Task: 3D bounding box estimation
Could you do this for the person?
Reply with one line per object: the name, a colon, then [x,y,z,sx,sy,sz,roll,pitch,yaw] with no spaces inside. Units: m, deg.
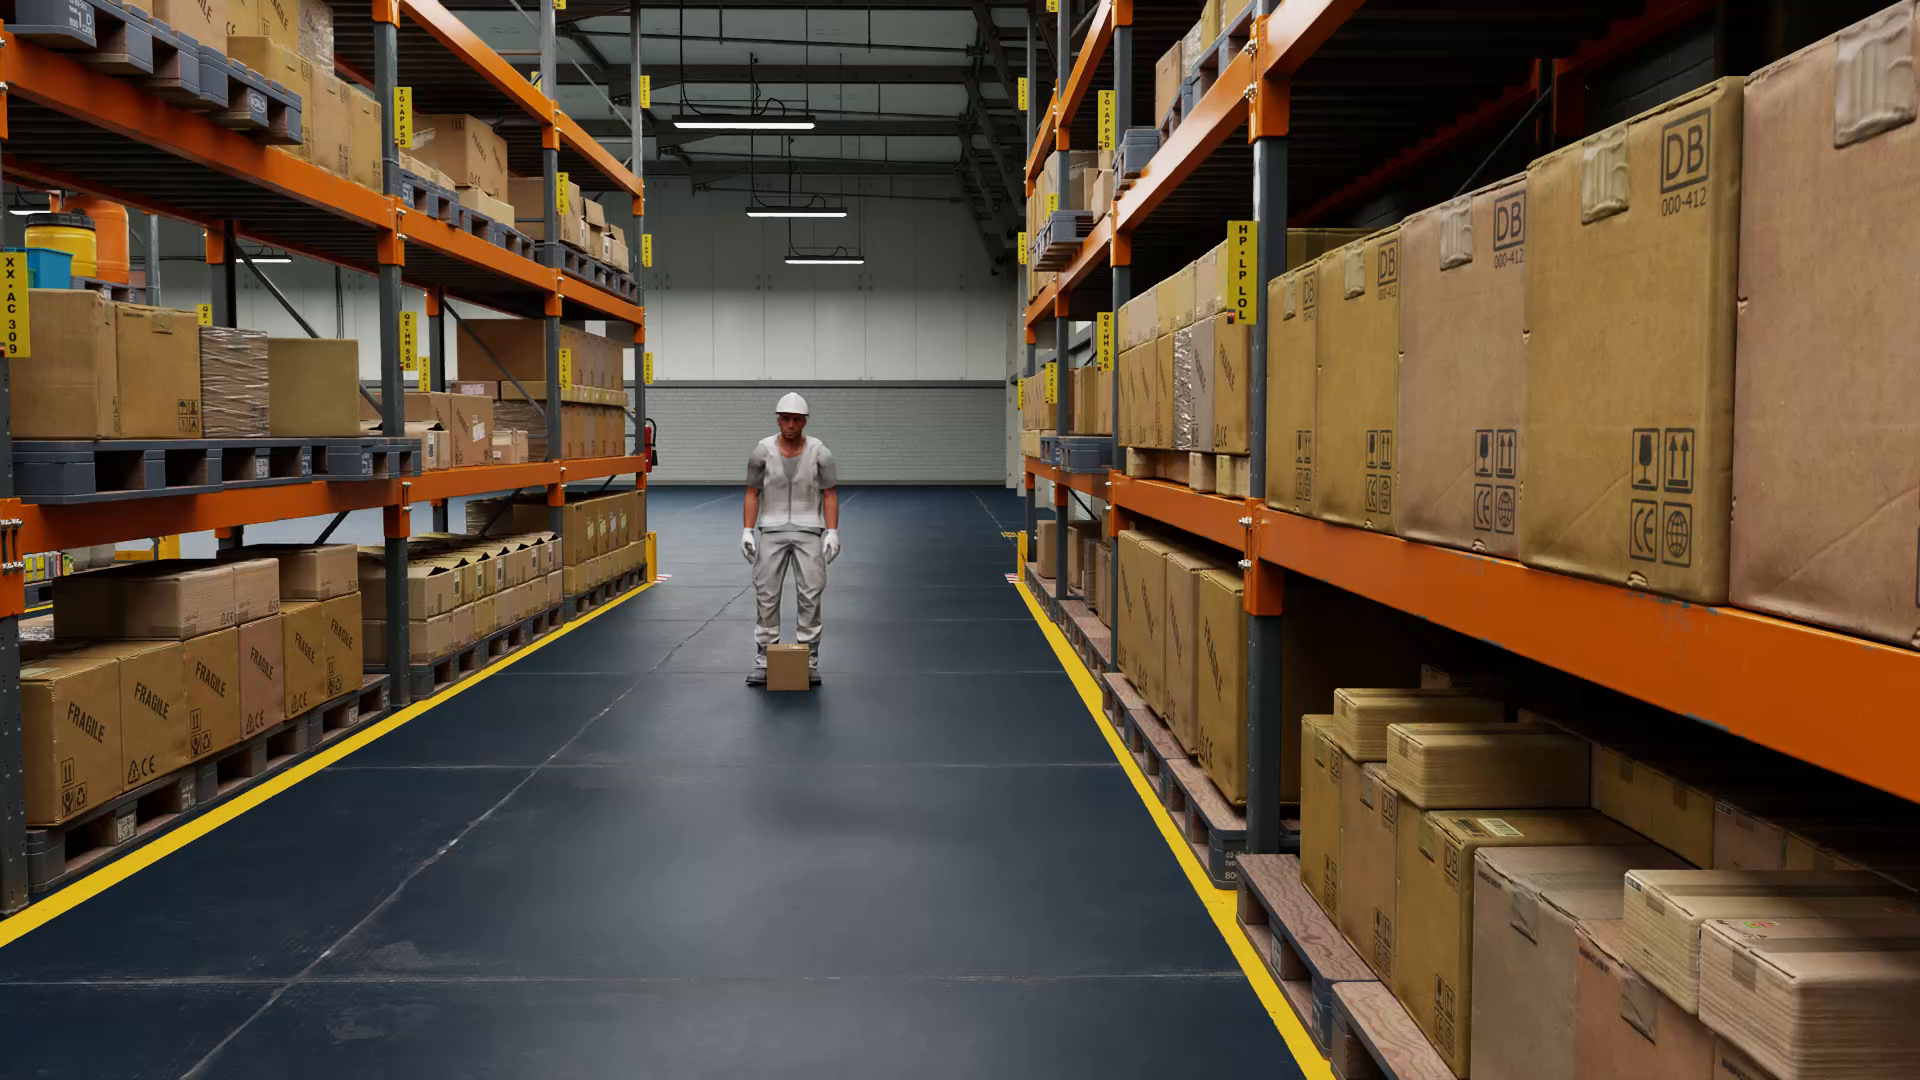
person: [-1.041,-0.010,10.199,0.608,1.779,0.453,0,4,-2]
